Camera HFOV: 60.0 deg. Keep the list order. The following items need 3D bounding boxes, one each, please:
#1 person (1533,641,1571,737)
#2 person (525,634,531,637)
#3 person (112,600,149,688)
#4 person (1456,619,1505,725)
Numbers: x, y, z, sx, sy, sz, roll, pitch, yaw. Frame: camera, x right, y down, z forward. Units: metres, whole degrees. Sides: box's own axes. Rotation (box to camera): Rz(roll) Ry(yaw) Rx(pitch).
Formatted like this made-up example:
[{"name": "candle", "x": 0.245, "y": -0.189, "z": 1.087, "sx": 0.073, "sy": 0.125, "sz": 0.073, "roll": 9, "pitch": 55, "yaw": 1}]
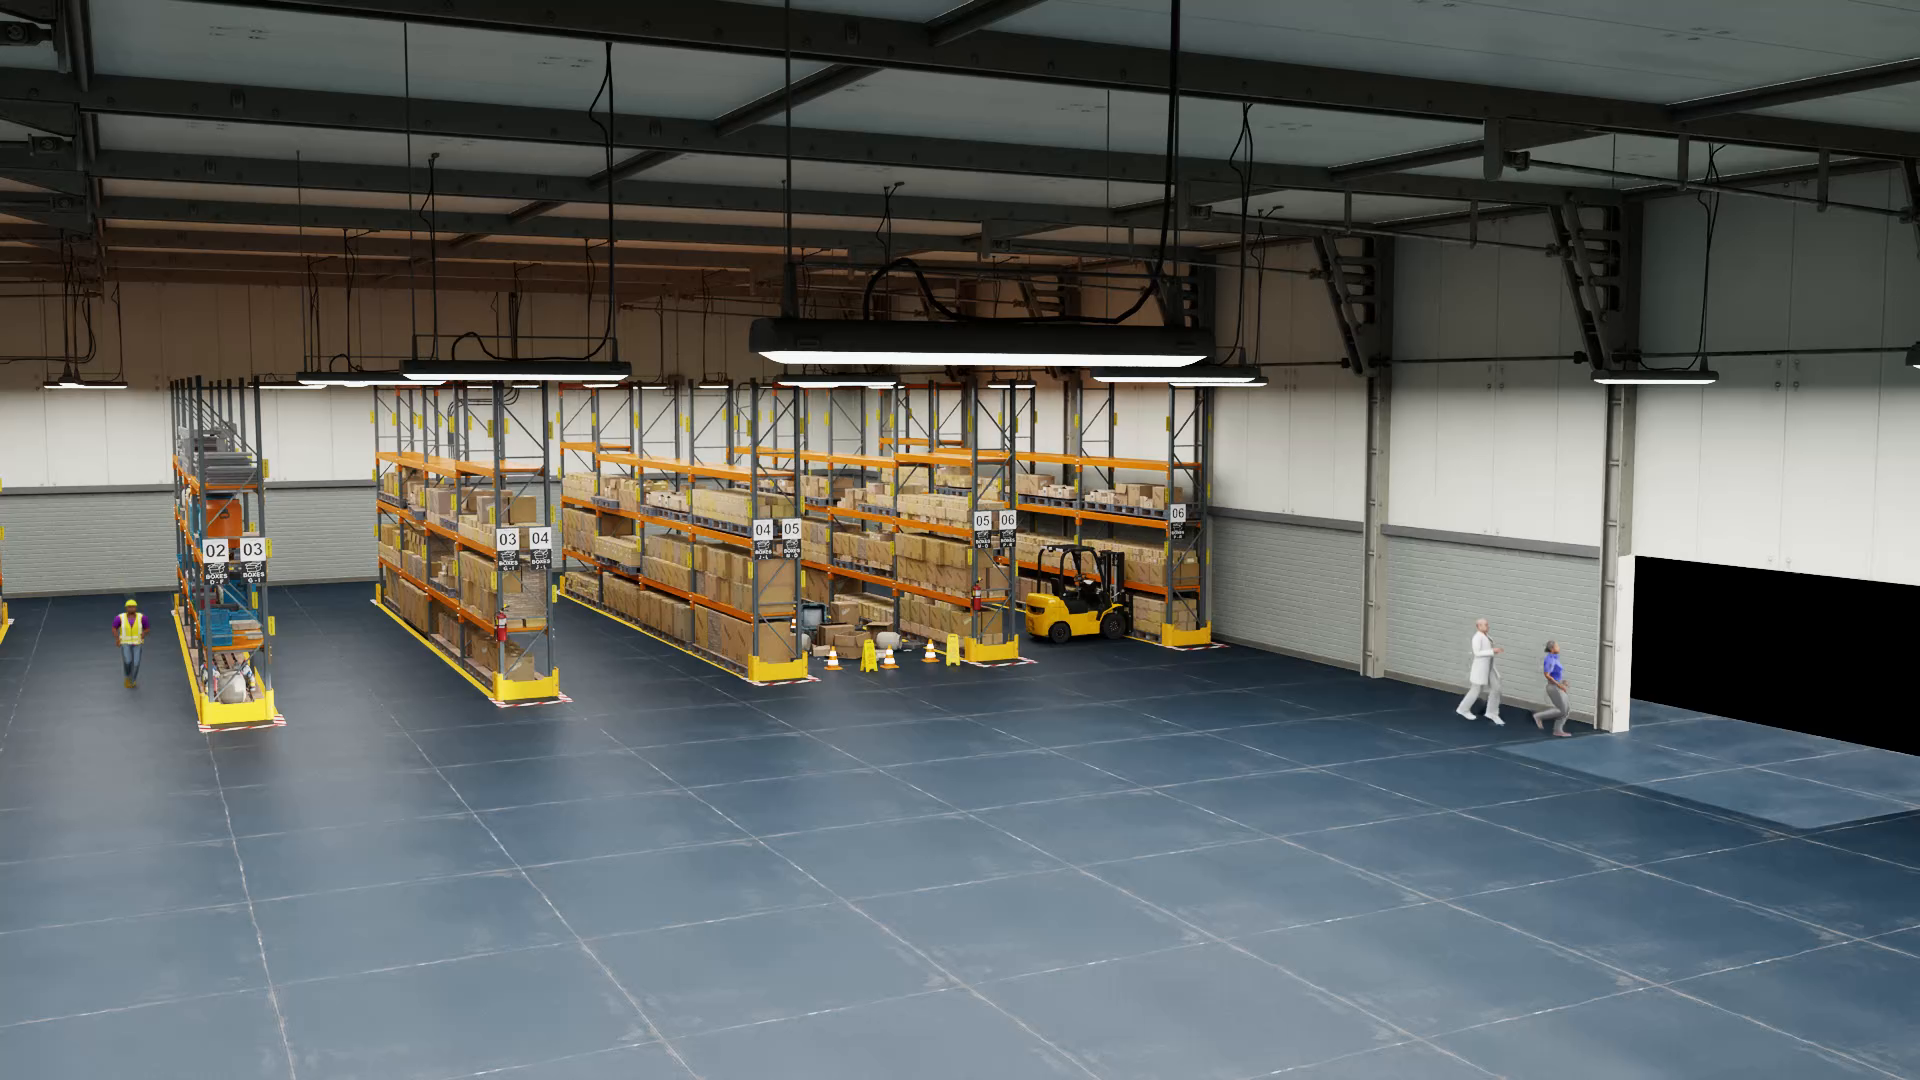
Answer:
[{"name": "person", "x": 9.849, "y": 2.467, "z": 27.617, "sx": 0.620, "sy": 1.598, "sz": 0.567, "roll": 2, "pitch": 5, "yaw": 19}, {"name": "person", "x": -10.174, "y": 1.484, "z": 39.014, "sx": 0.547, "sy": 1.546, "sz": 0.547, "roll": -3, "pitch": 6, "yaw": -33}, {"name": "person", "x": -15.966, "y": 1.998, "z": 32.088, "sx": 0.619, "sy": 1.713, "sz": 0.715, "roll": -4, "pitch": 6, "yaw": -35}, {"name": "person", "x": 9.021, "y": 2.268, "z": 28.760, "sx": 0.832, "sy": 1.831, "sz": 0.685, "roll": 5, "pitch": 7, "yaw": 43}]
